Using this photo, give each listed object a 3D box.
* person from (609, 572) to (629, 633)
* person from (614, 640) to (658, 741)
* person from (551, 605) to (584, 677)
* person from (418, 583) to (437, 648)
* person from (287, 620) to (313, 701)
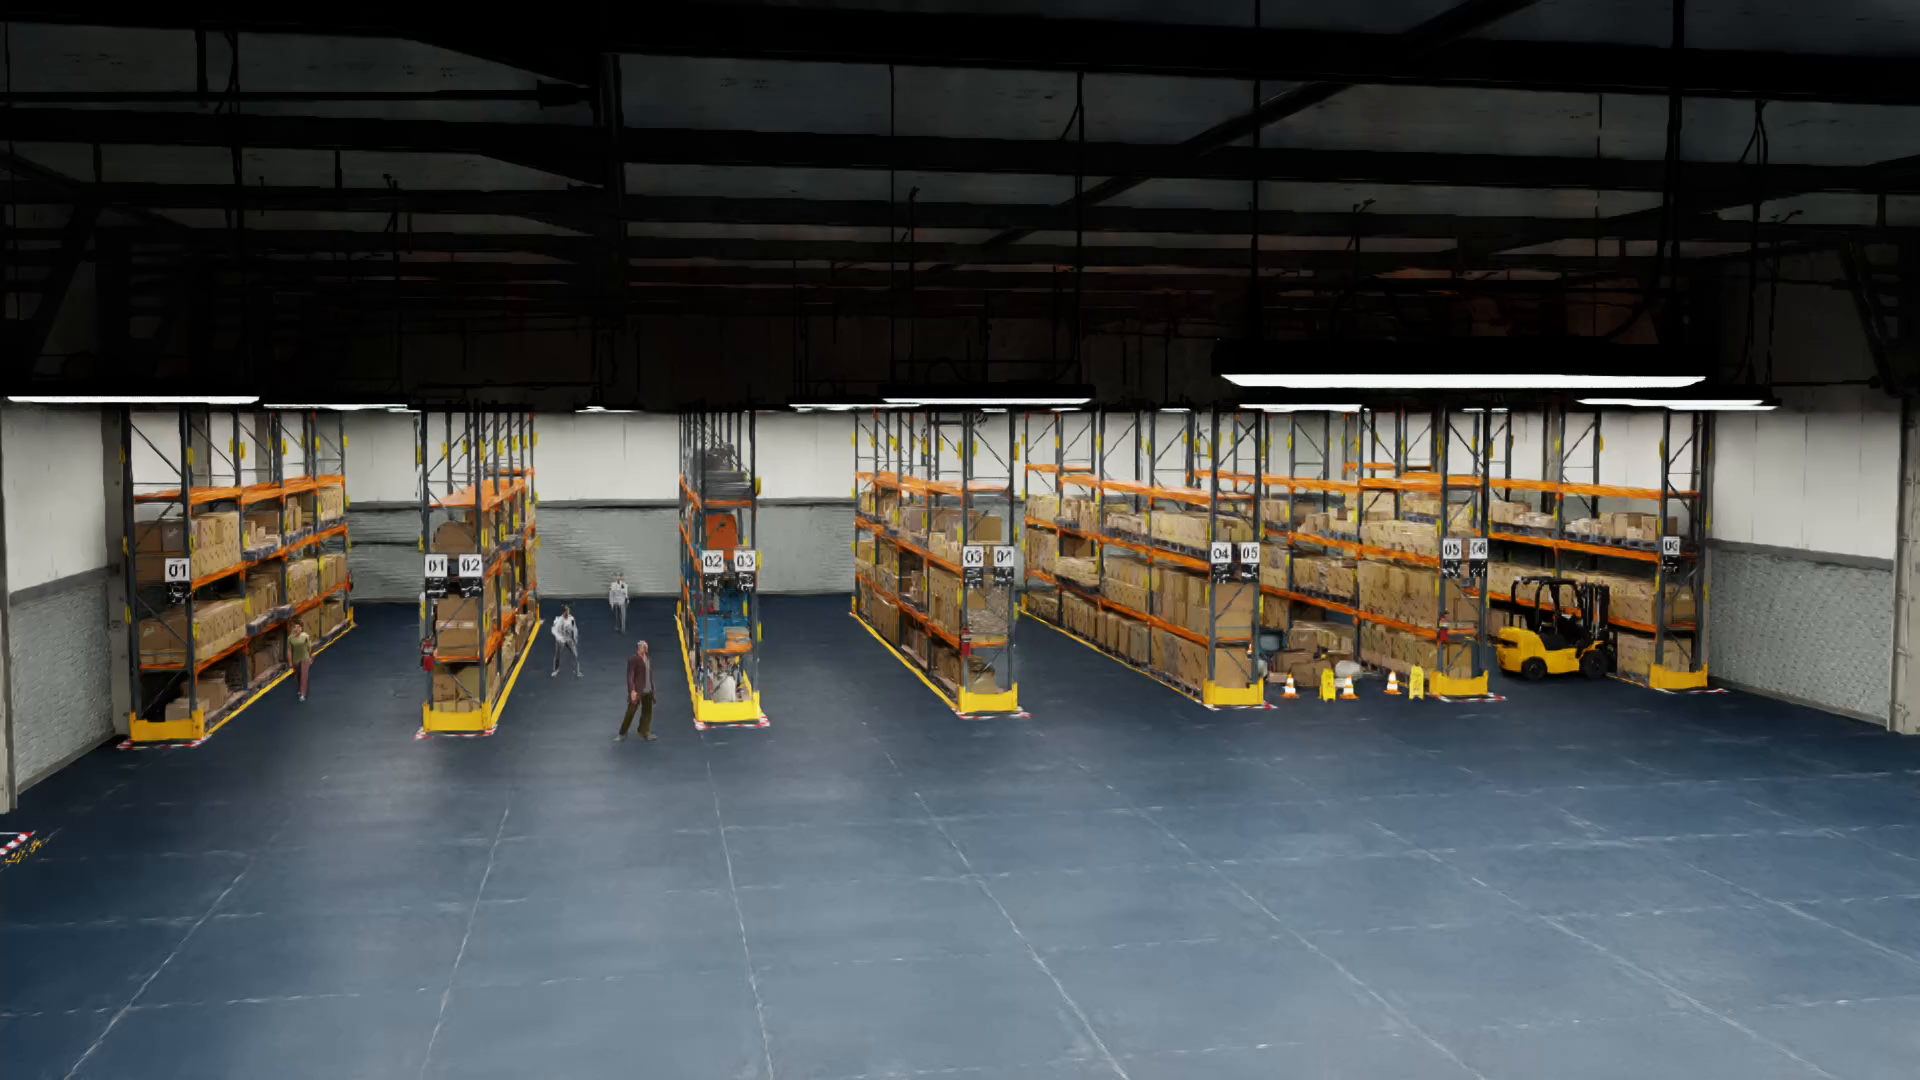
[{"bbox_3d":[-8.936,1.625,43.546,0.495,1.589,1.086,-1,4,-9],"label":"person"},{"bbox_3d":[-5.711,2.642,29.146,0.506,1.775,0.776,3,5,37],"label":"person"},{"bbox_3d":[-8.599,2.181,36.211,0.639,1.606,0.807,-2,5,-27],"label":"person"},{"bbox_3d":[-13.070,1.829,40.859,0.445,1.590,1.091,-1,4,-13],"label":"person"},{"bbox_3d":[-13.274,2.395,33.382,0.448,1.586,1.110,-1,4,-9],"label":"person"}]
